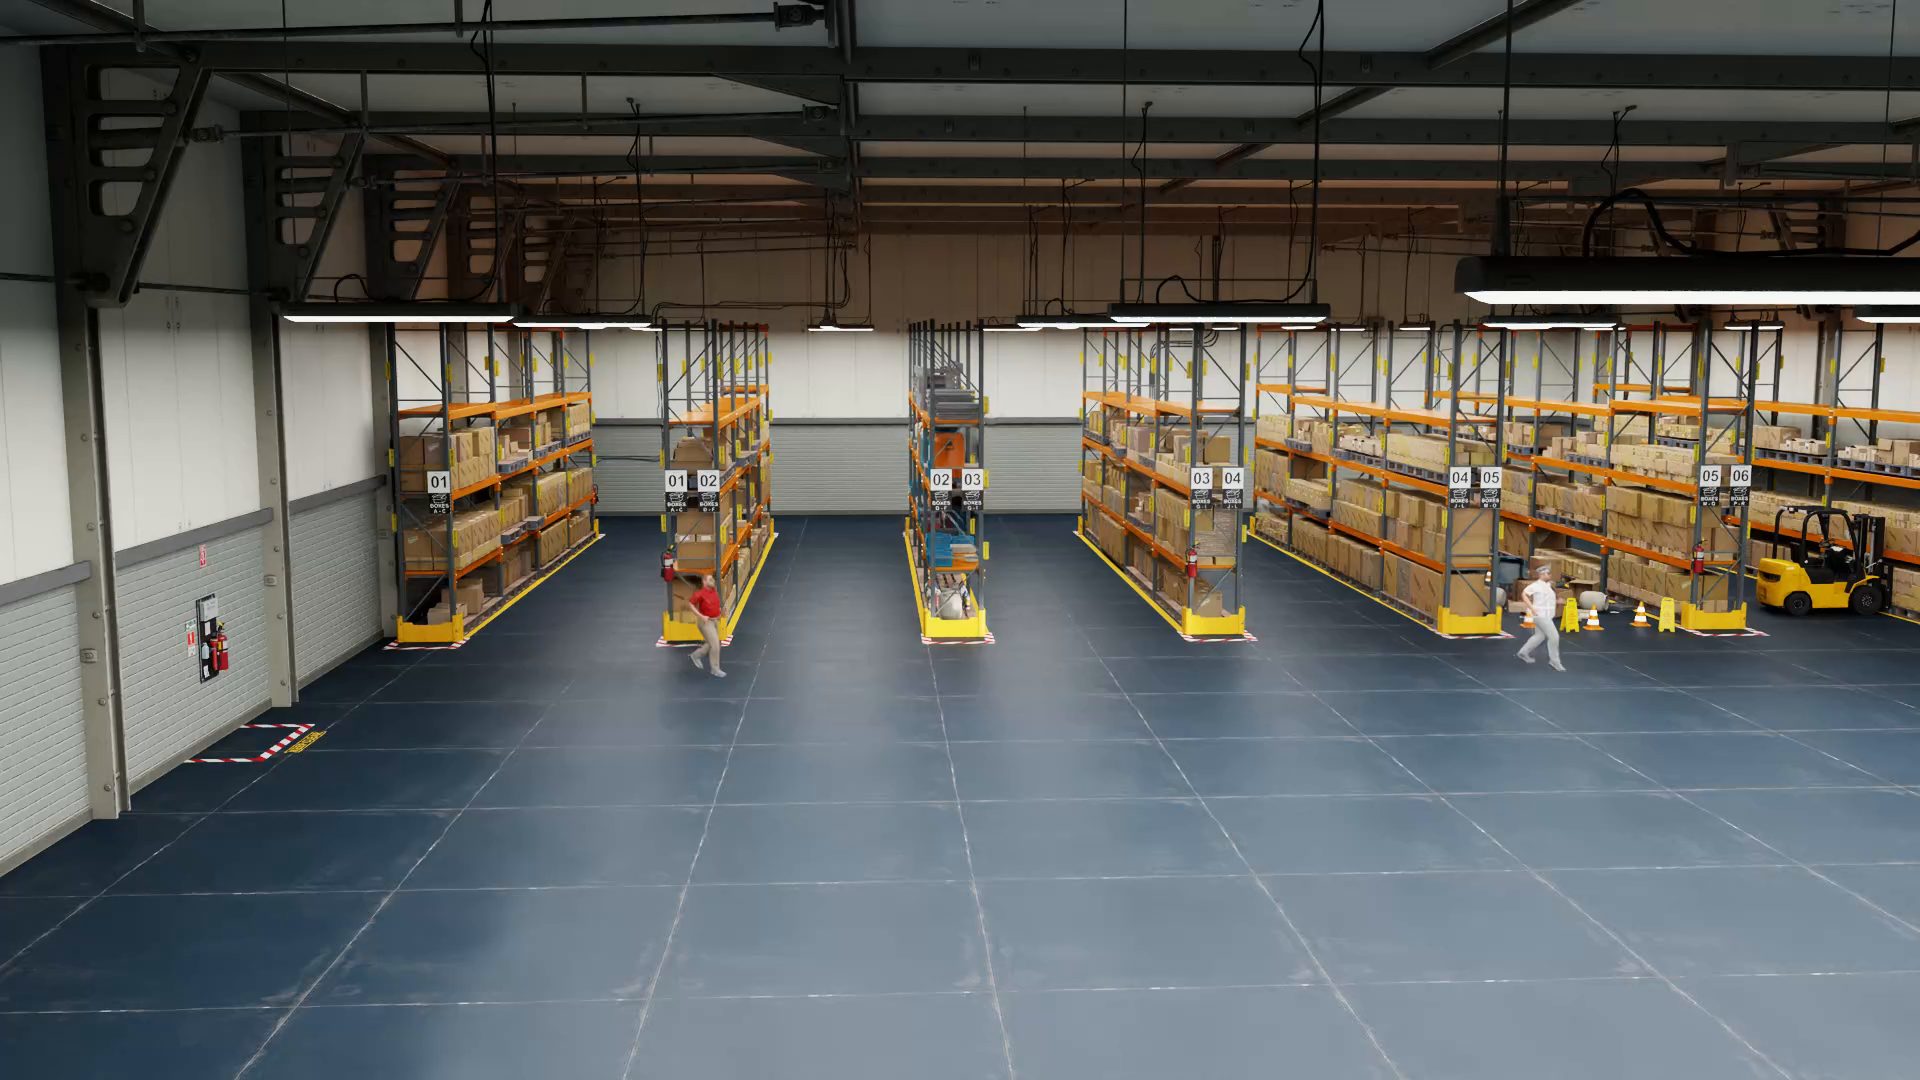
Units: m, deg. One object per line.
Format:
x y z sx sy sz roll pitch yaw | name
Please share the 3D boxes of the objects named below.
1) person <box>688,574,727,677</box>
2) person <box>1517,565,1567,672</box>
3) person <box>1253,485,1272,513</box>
-4.274 1.426 28.028 0.780 1.724 0.670 3 8 22 | person
10.043 1.334 28.569 0.860 1.808 0.668 5 8 33 | person
8.999 -1.203 48.970 0.751 1.823 0.687 -2 7 -12 | person
